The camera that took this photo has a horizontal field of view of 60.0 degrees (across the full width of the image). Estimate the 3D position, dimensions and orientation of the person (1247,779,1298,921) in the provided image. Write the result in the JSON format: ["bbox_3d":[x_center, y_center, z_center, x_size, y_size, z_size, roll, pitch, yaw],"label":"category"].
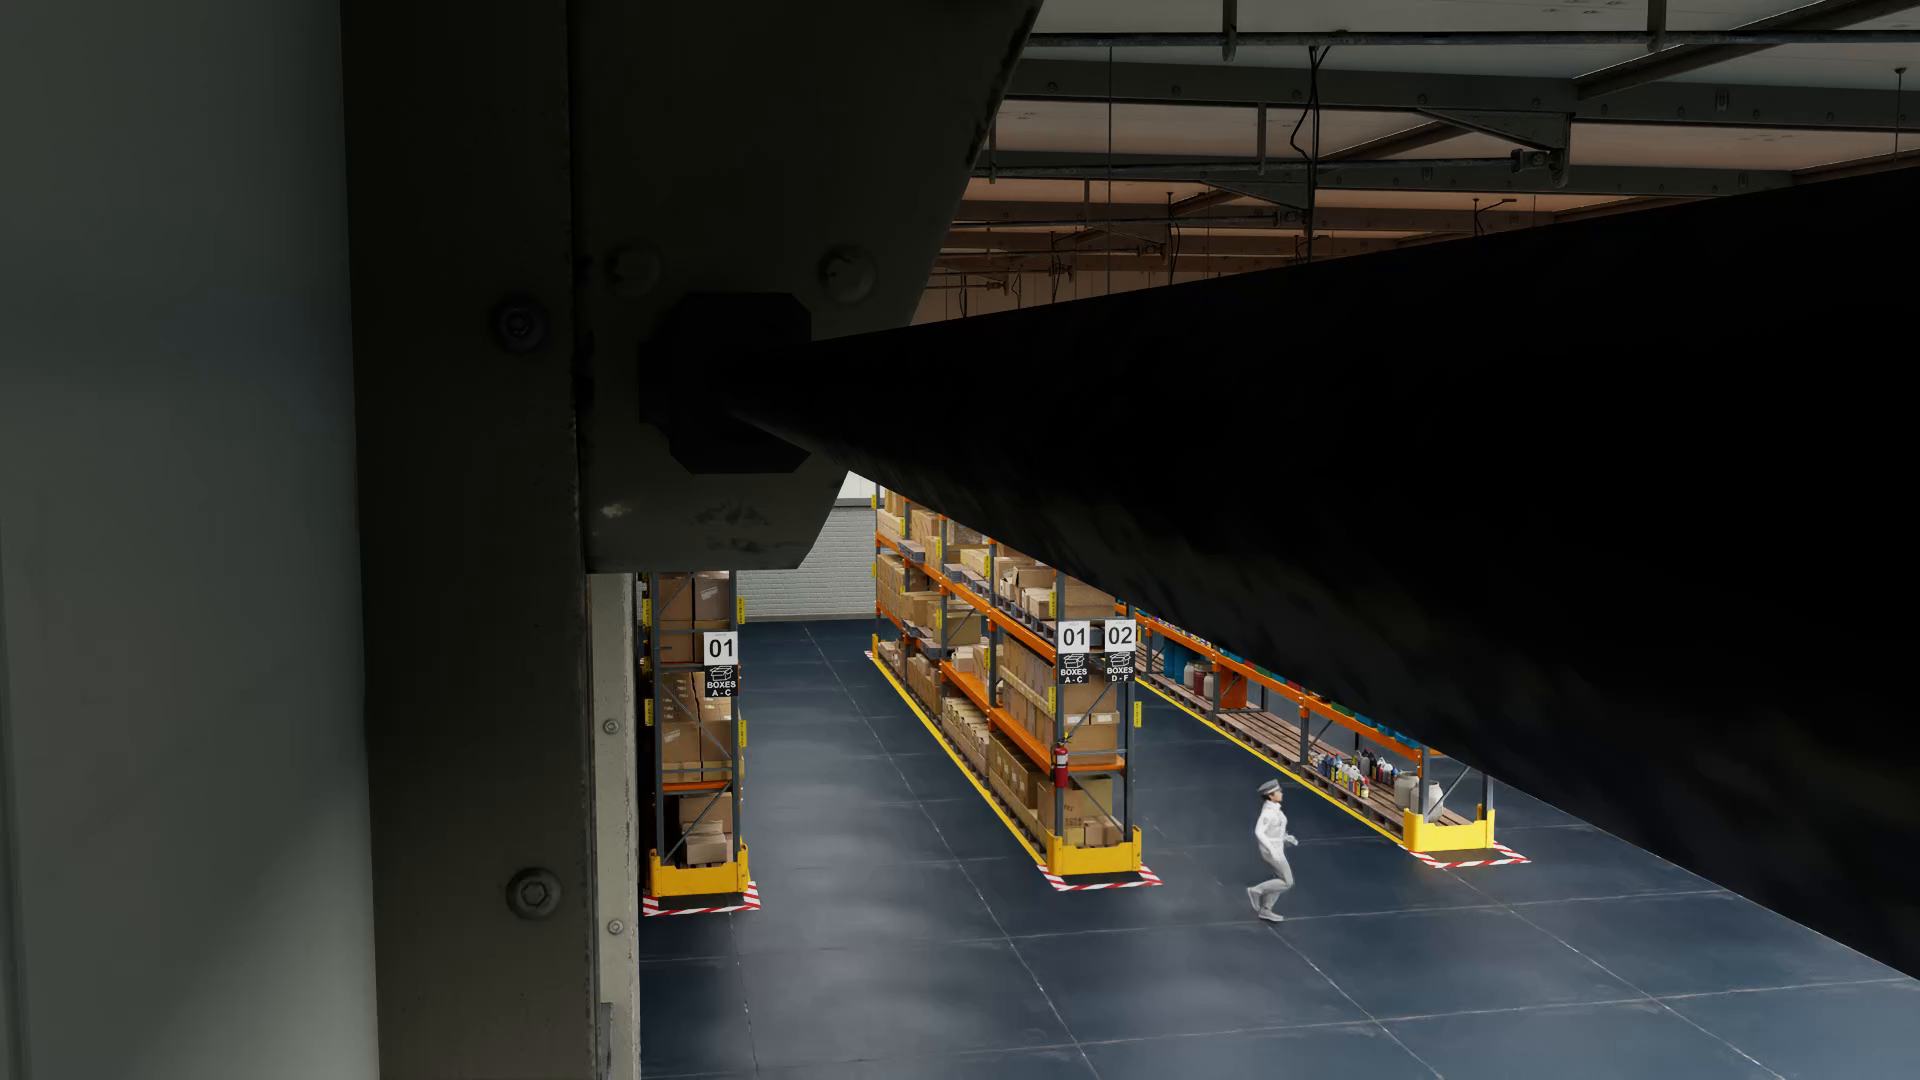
[{"bbox_3d":[3.594,3.559,19.094,0.550,1.658,0.623,1,6,14],"label":"person"}]
